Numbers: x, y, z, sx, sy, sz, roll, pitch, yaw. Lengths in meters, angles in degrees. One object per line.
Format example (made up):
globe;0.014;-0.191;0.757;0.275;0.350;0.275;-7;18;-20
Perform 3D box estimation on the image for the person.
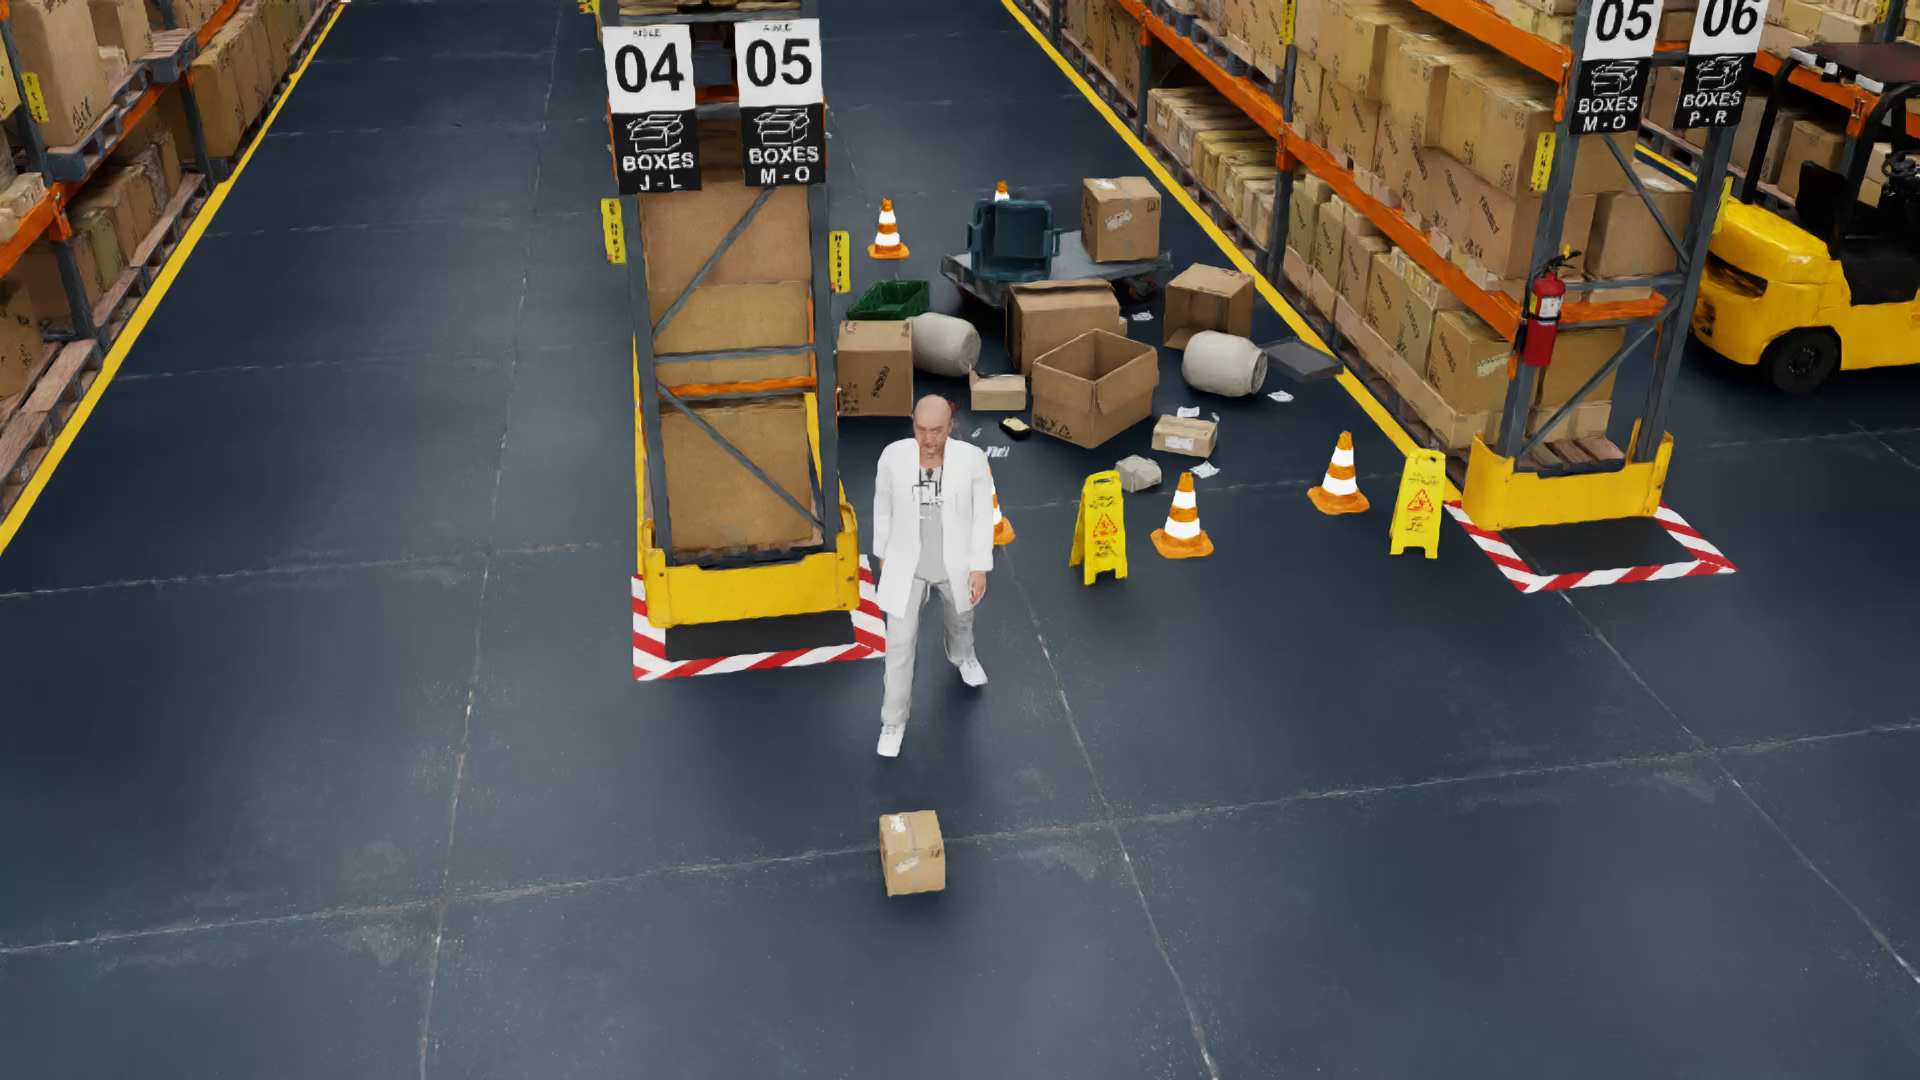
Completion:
person;-0.130;0.100;7.986;0.585;1.759;0.927;0;30;0
